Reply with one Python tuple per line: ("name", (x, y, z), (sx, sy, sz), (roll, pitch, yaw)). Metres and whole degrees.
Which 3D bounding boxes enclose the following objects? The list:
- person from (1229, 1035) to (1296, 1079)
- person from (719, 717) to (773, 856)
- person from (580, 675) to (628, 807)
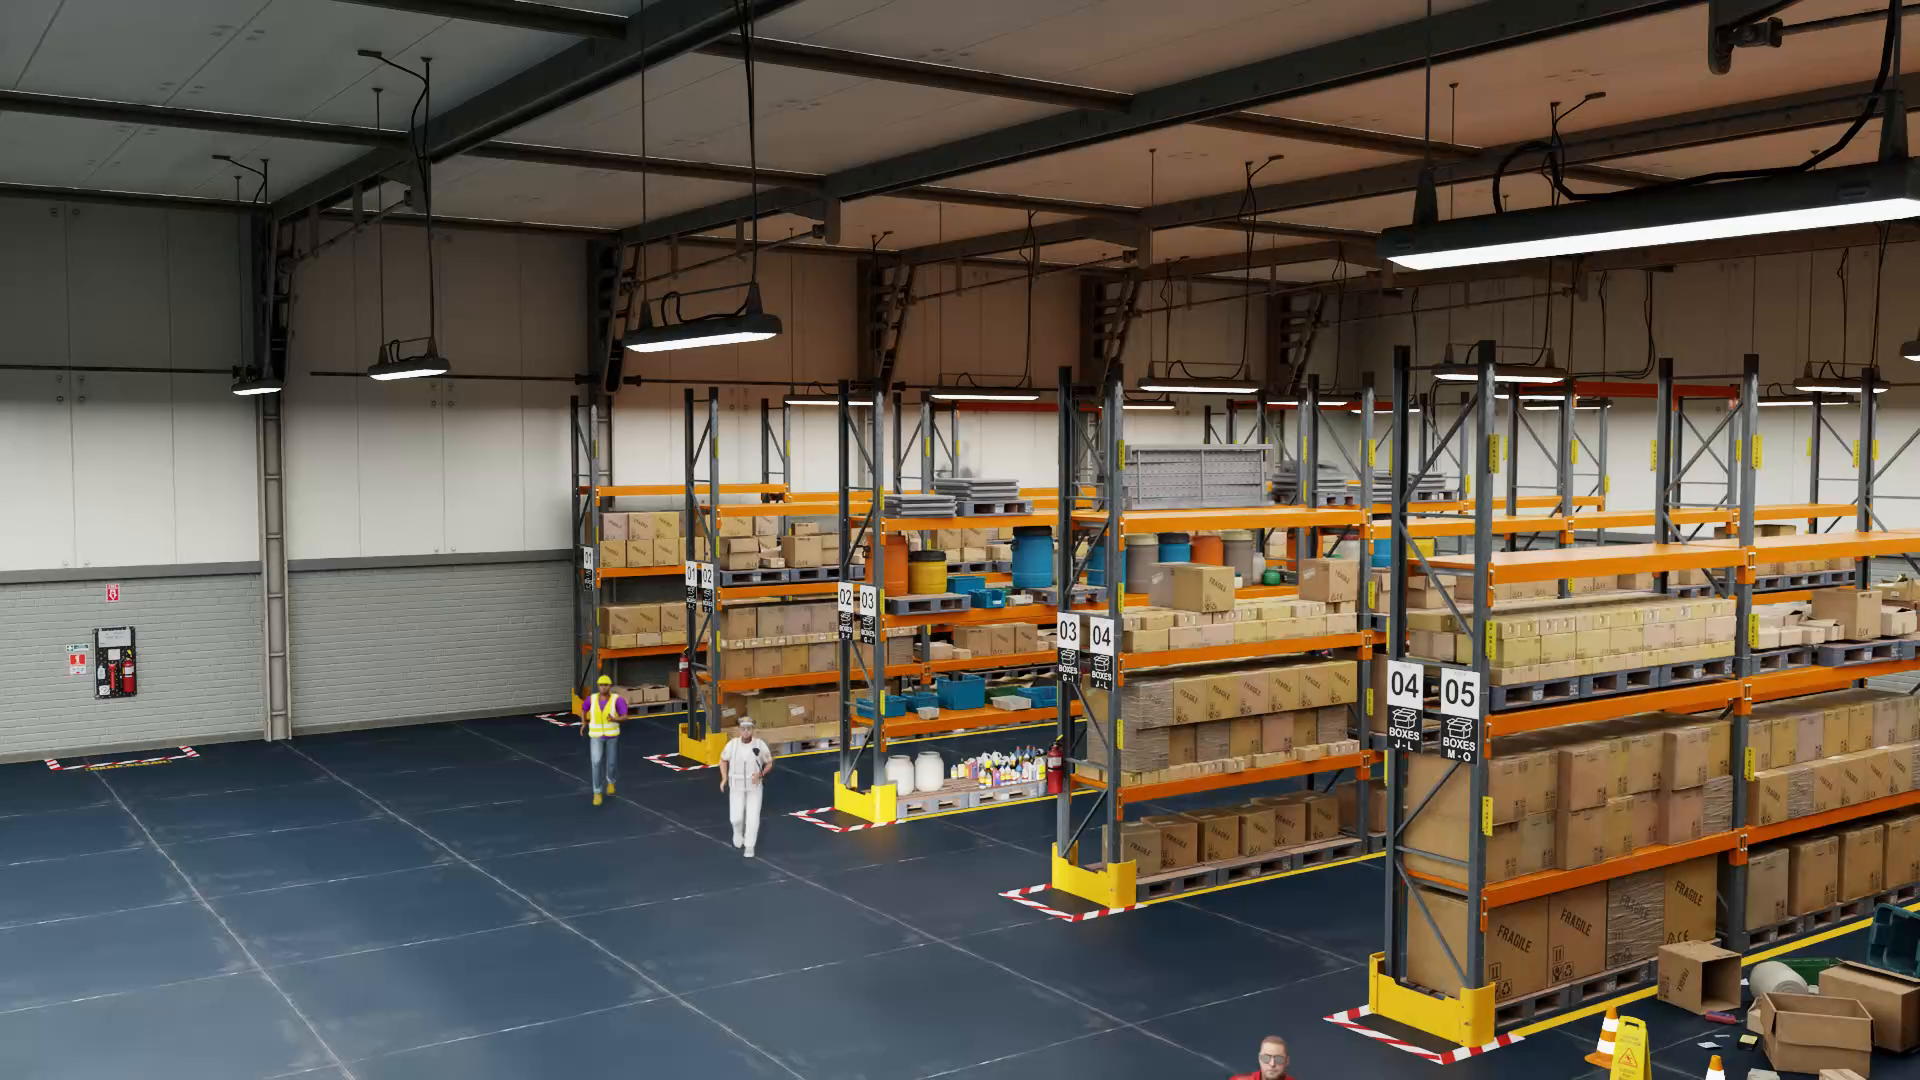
("person", (1.782, 3.733, 9.590), (0.645, 1.719, 0.675), (0, 3, 8))
("person", (-2.657, 3.057, 20.617), (0.667, 1.735, 0.595), (0, 3, -5))
("person", (-5.092, 2.832, 23.819), (0.685, 1.808, 0.838), (-1, 3, -10))
